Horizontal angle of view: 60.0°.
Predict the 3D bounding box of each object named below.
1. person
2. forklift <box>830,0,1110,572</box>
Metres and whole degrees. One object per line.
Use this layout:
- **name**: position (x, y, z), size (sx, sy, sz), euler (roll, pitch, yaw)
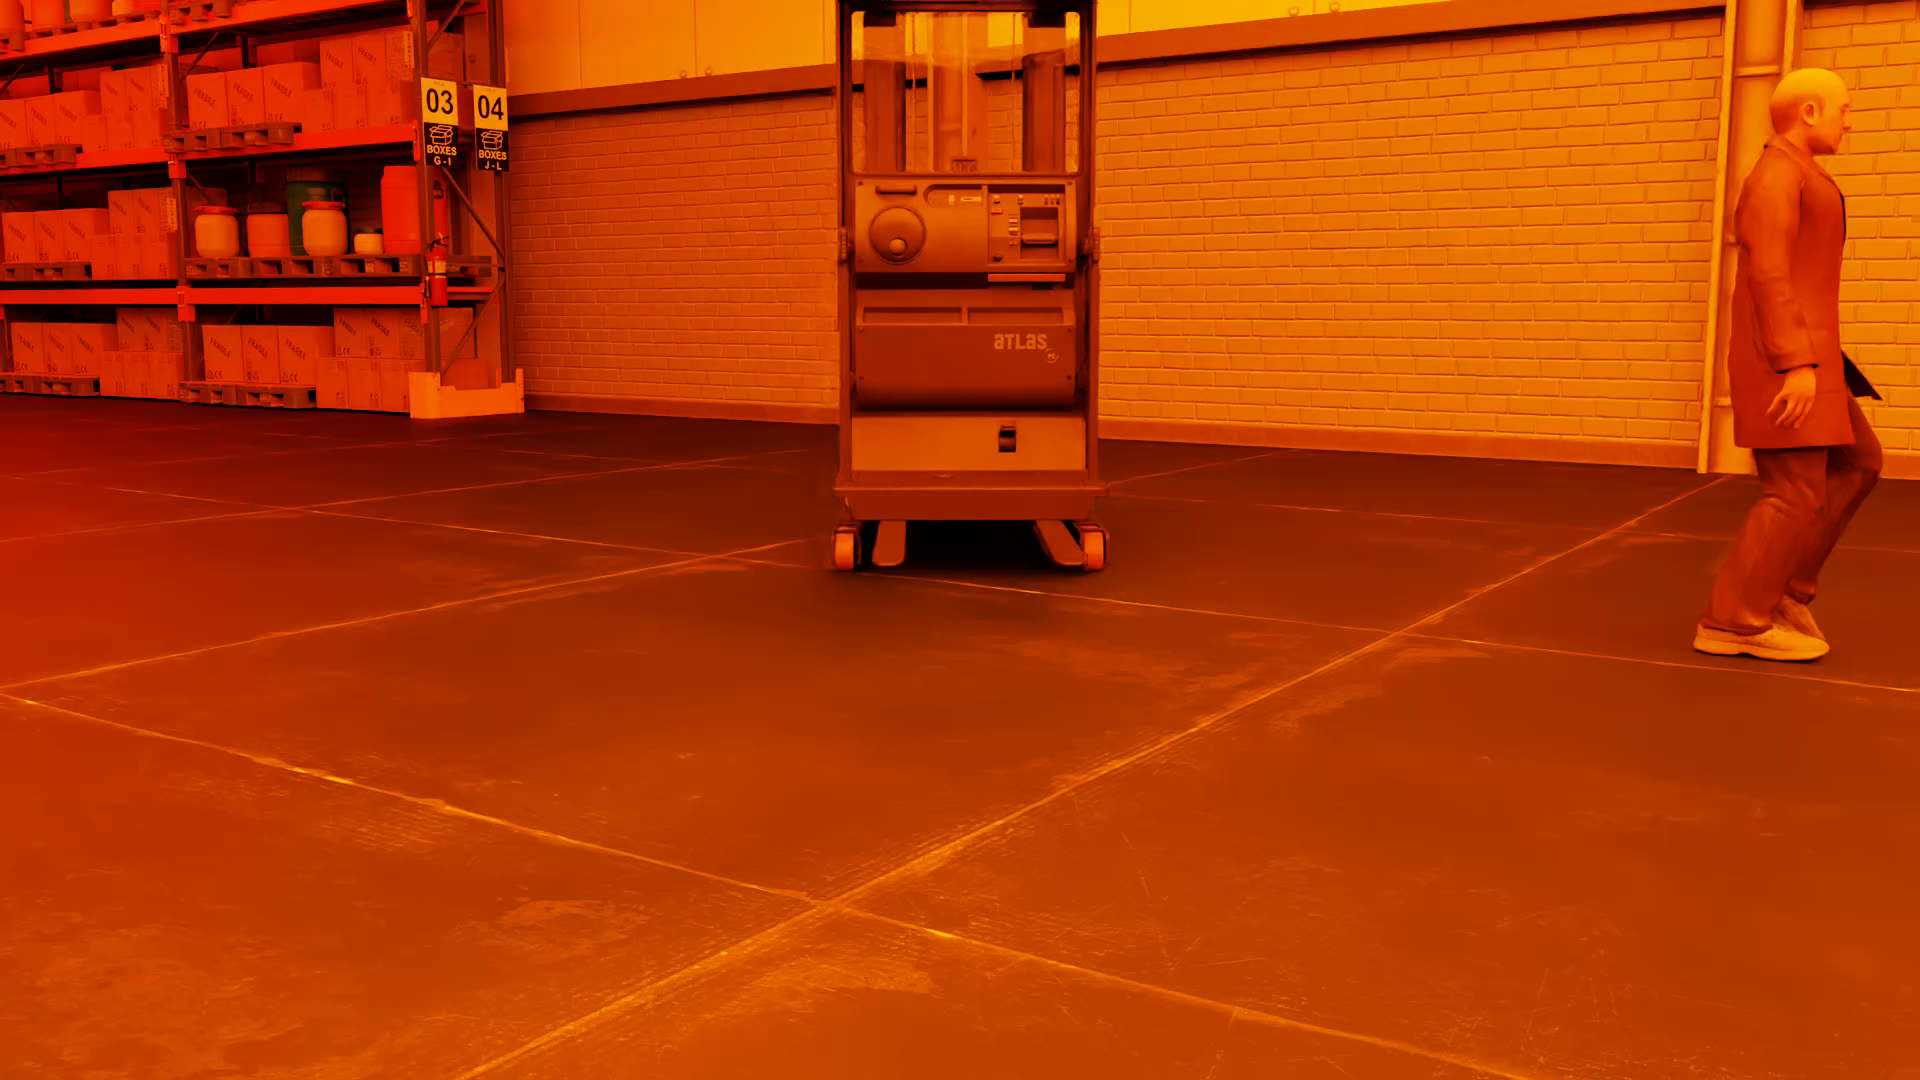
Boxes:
- **person**: position (2.547, -0.507, 5.029), size (0.514, 1.786, 0.722), euler (3, 9, 21)
- **forklift**: position (0.031, -1.364, 6.784), size (1.130, 2.935, 3.031), euler (0, 8, -1)
